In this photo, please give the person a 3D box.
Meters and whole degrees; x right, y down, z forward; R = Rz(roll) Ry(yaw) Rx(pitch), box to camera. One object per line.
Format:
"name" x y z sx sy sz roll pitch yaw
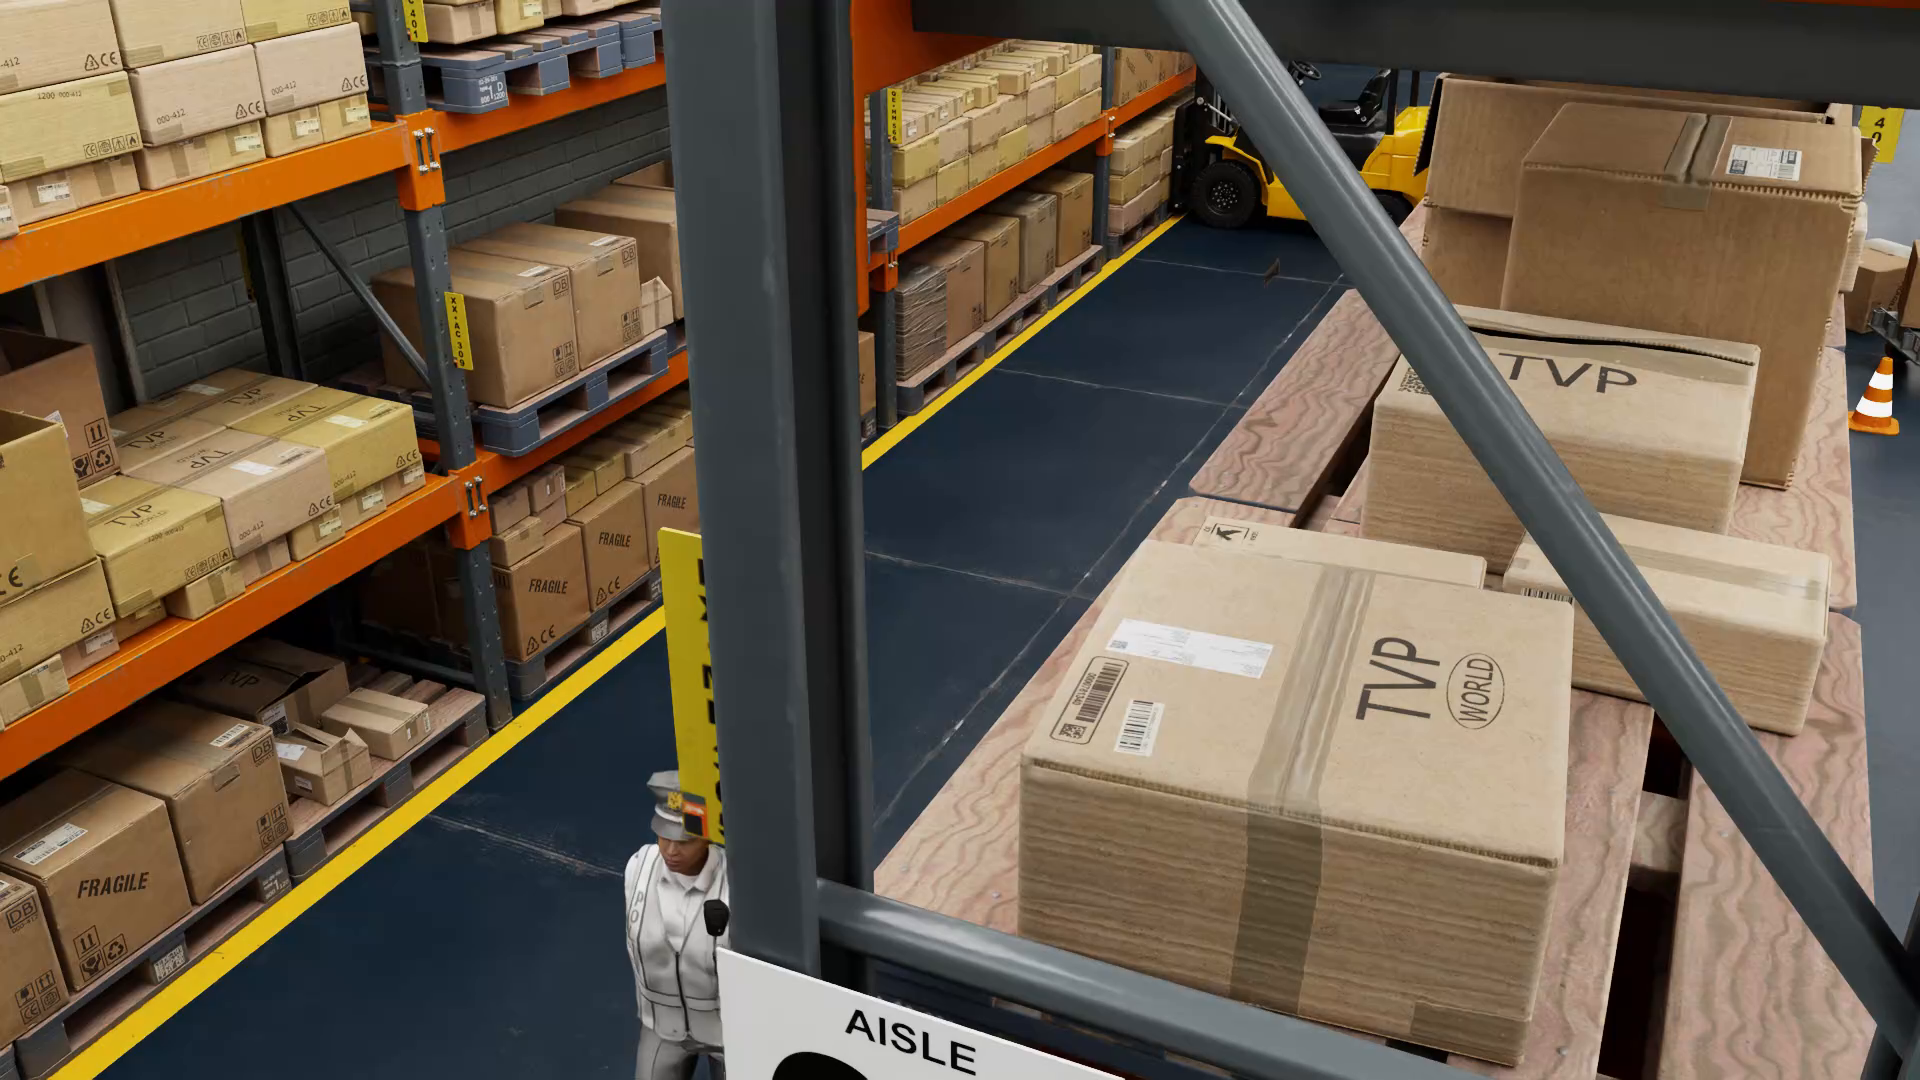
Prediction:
"person" 3.571 -0.097 7.195 7.954 2.202 7.570 4 27 9
